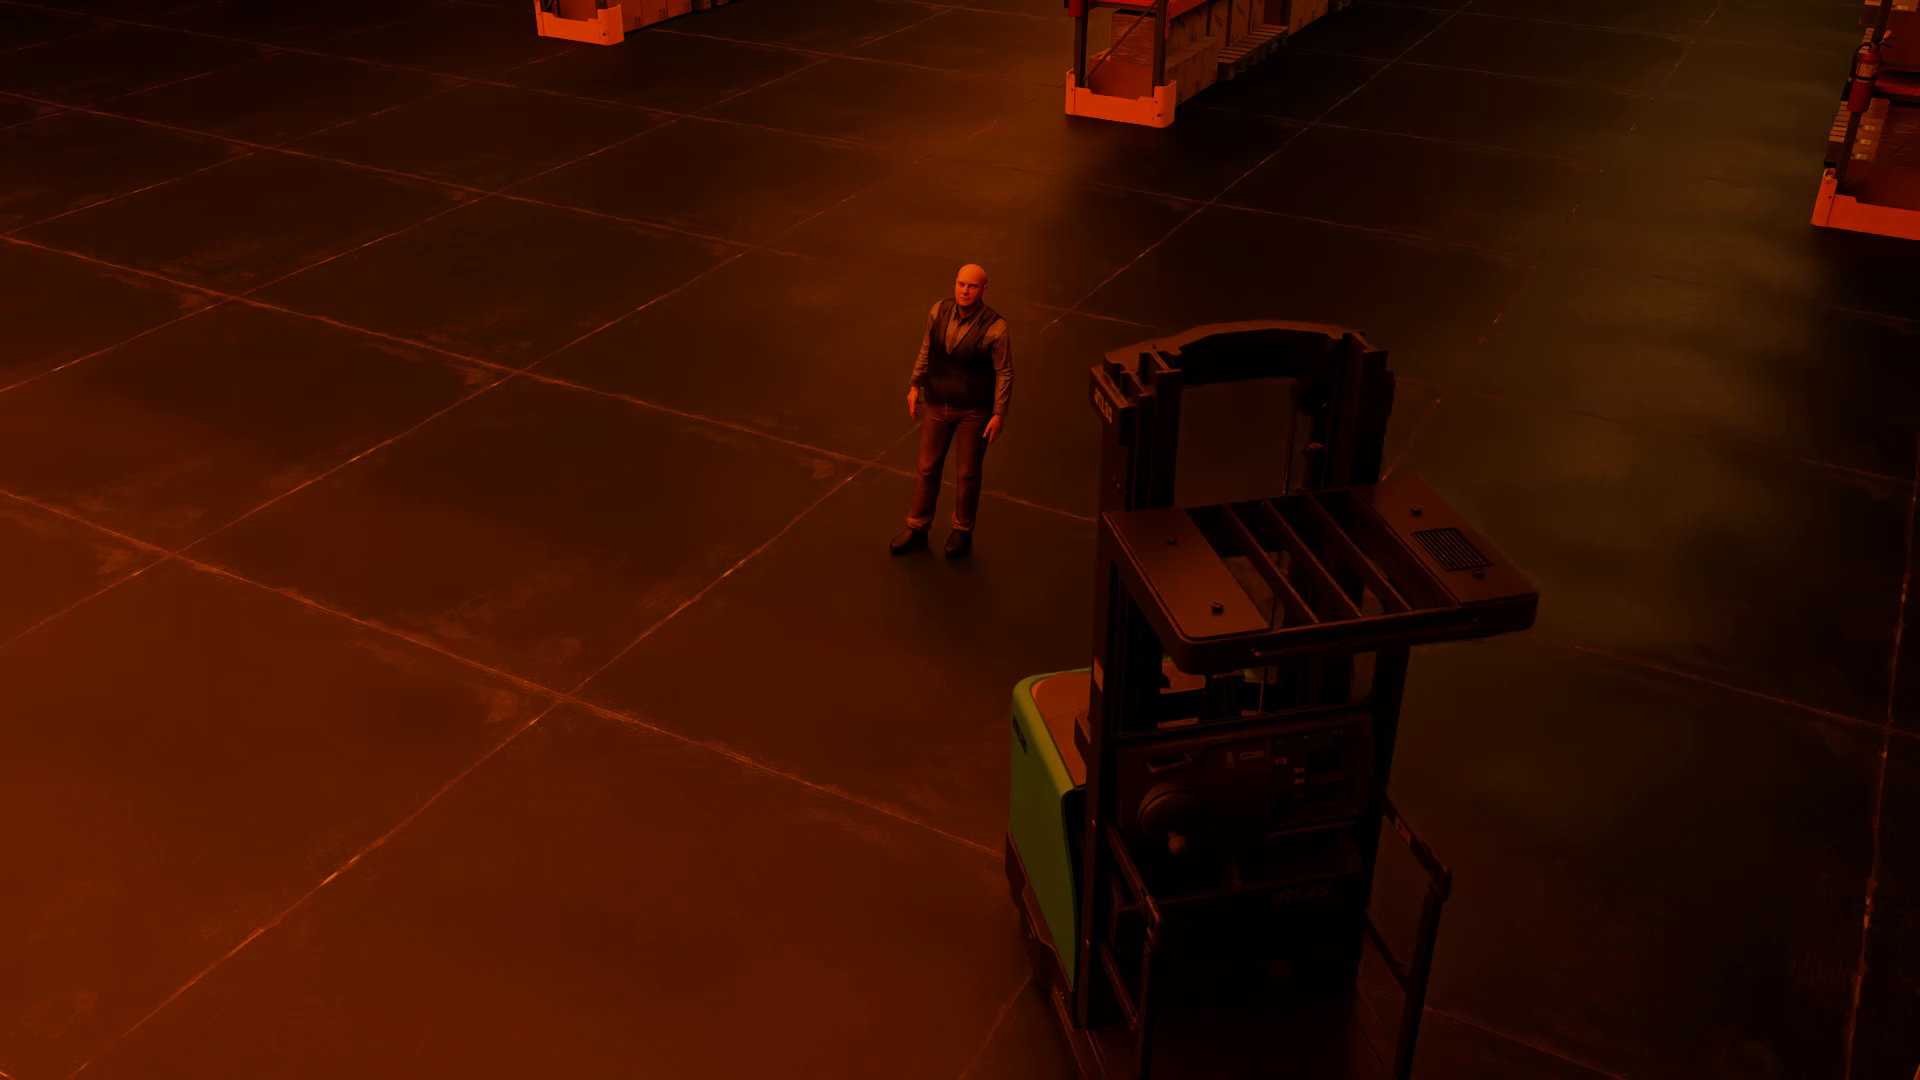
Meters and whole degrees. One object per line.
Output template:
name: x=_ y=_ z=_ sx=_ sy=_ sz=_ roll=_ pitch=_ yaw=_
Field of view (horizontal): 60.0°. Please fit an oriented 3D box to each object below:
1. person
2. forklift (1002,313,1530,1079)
person: x=-0.037 y=-0.727 z=9.525 sx=0.632 sy=1.720 sz=0.568 roll=15 pitch=33 yaw=25
forklift: x=1.025 y=0.863 z=5.575 sx=1.130 sy=2.935 sz=3.031 roll=-7 pitch=31 yaw=-11
